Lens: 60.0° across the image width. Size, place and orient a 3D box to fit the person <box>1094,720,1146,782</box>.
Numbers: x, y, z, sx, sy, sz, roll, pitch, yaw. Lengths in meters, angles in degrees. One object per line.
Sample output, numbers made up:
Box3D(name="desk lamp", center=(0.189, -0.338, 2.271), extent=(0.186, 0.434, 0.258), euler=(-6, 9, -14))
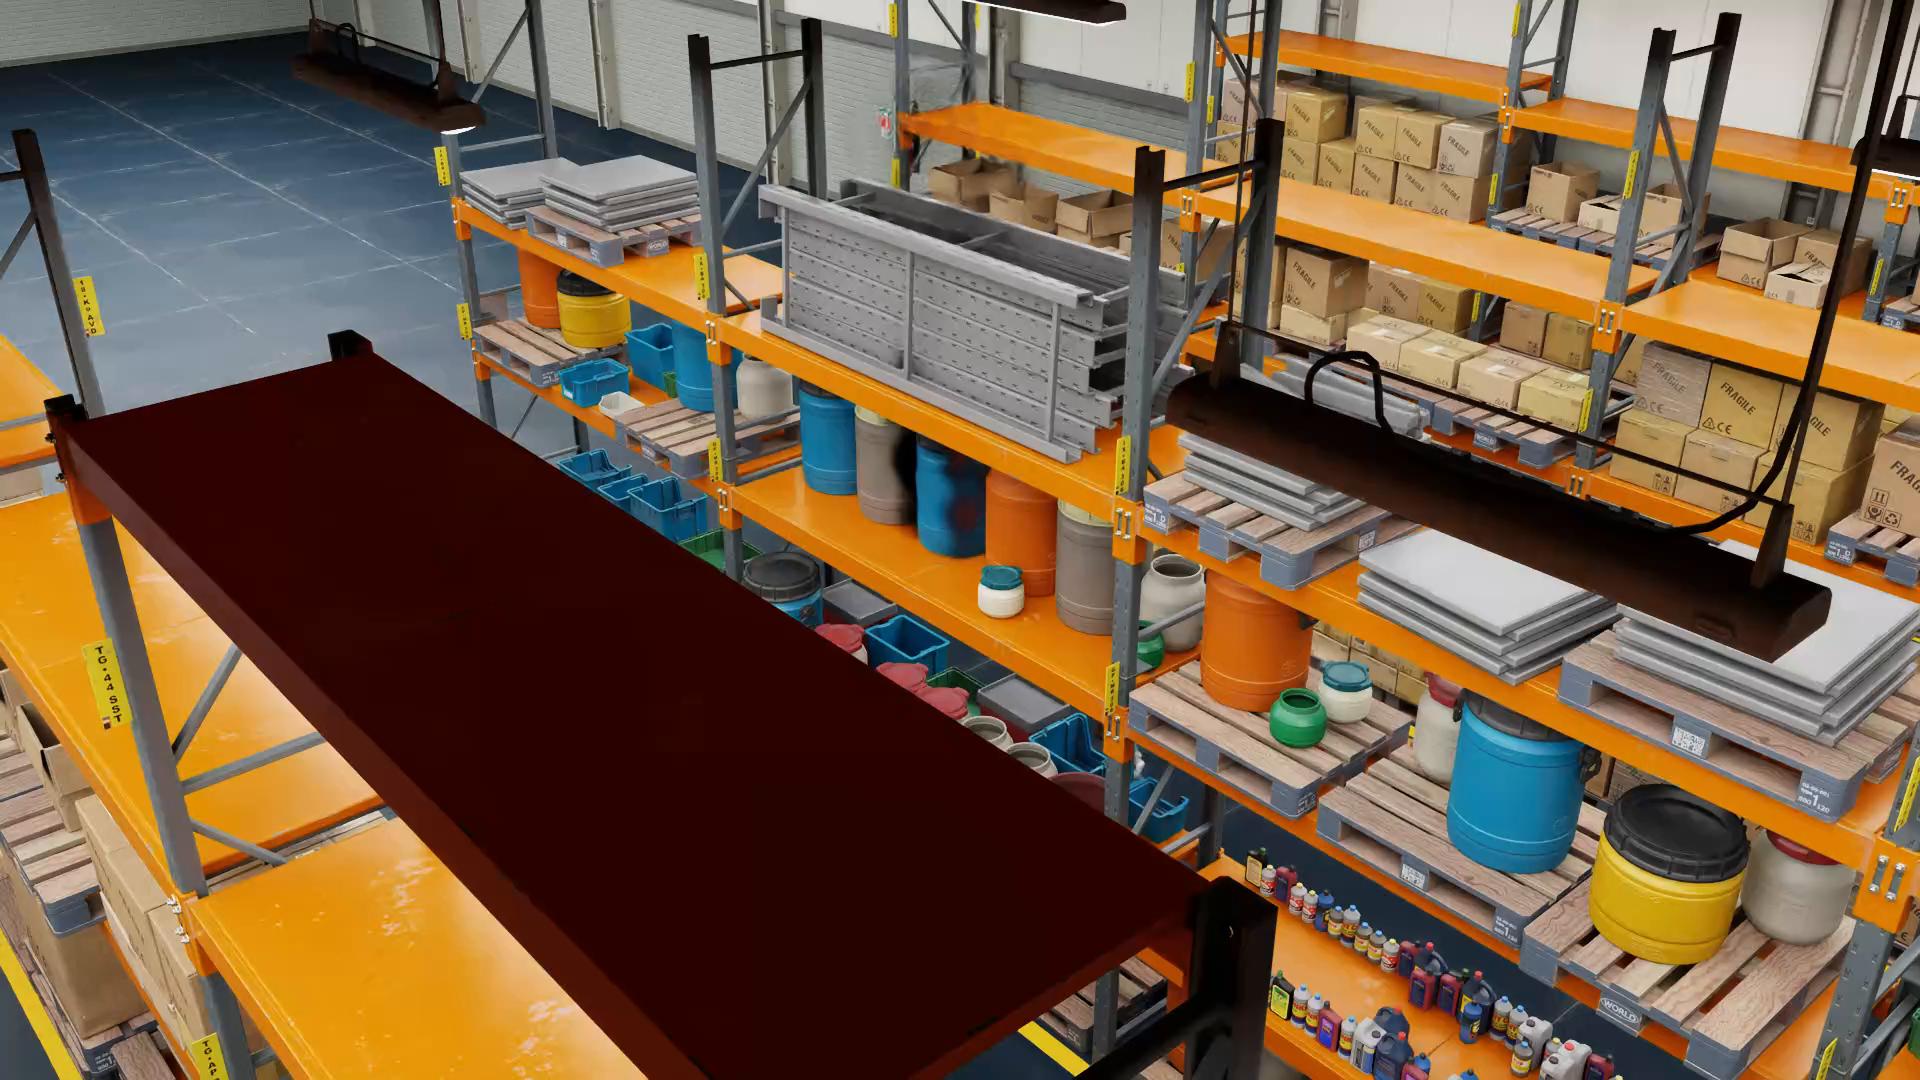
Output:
Box3D(name="person", center=(1.295, 1.316, 13.286), extent=(0.560, 1.558, 0.605), euler=(-19, 33, -33))
